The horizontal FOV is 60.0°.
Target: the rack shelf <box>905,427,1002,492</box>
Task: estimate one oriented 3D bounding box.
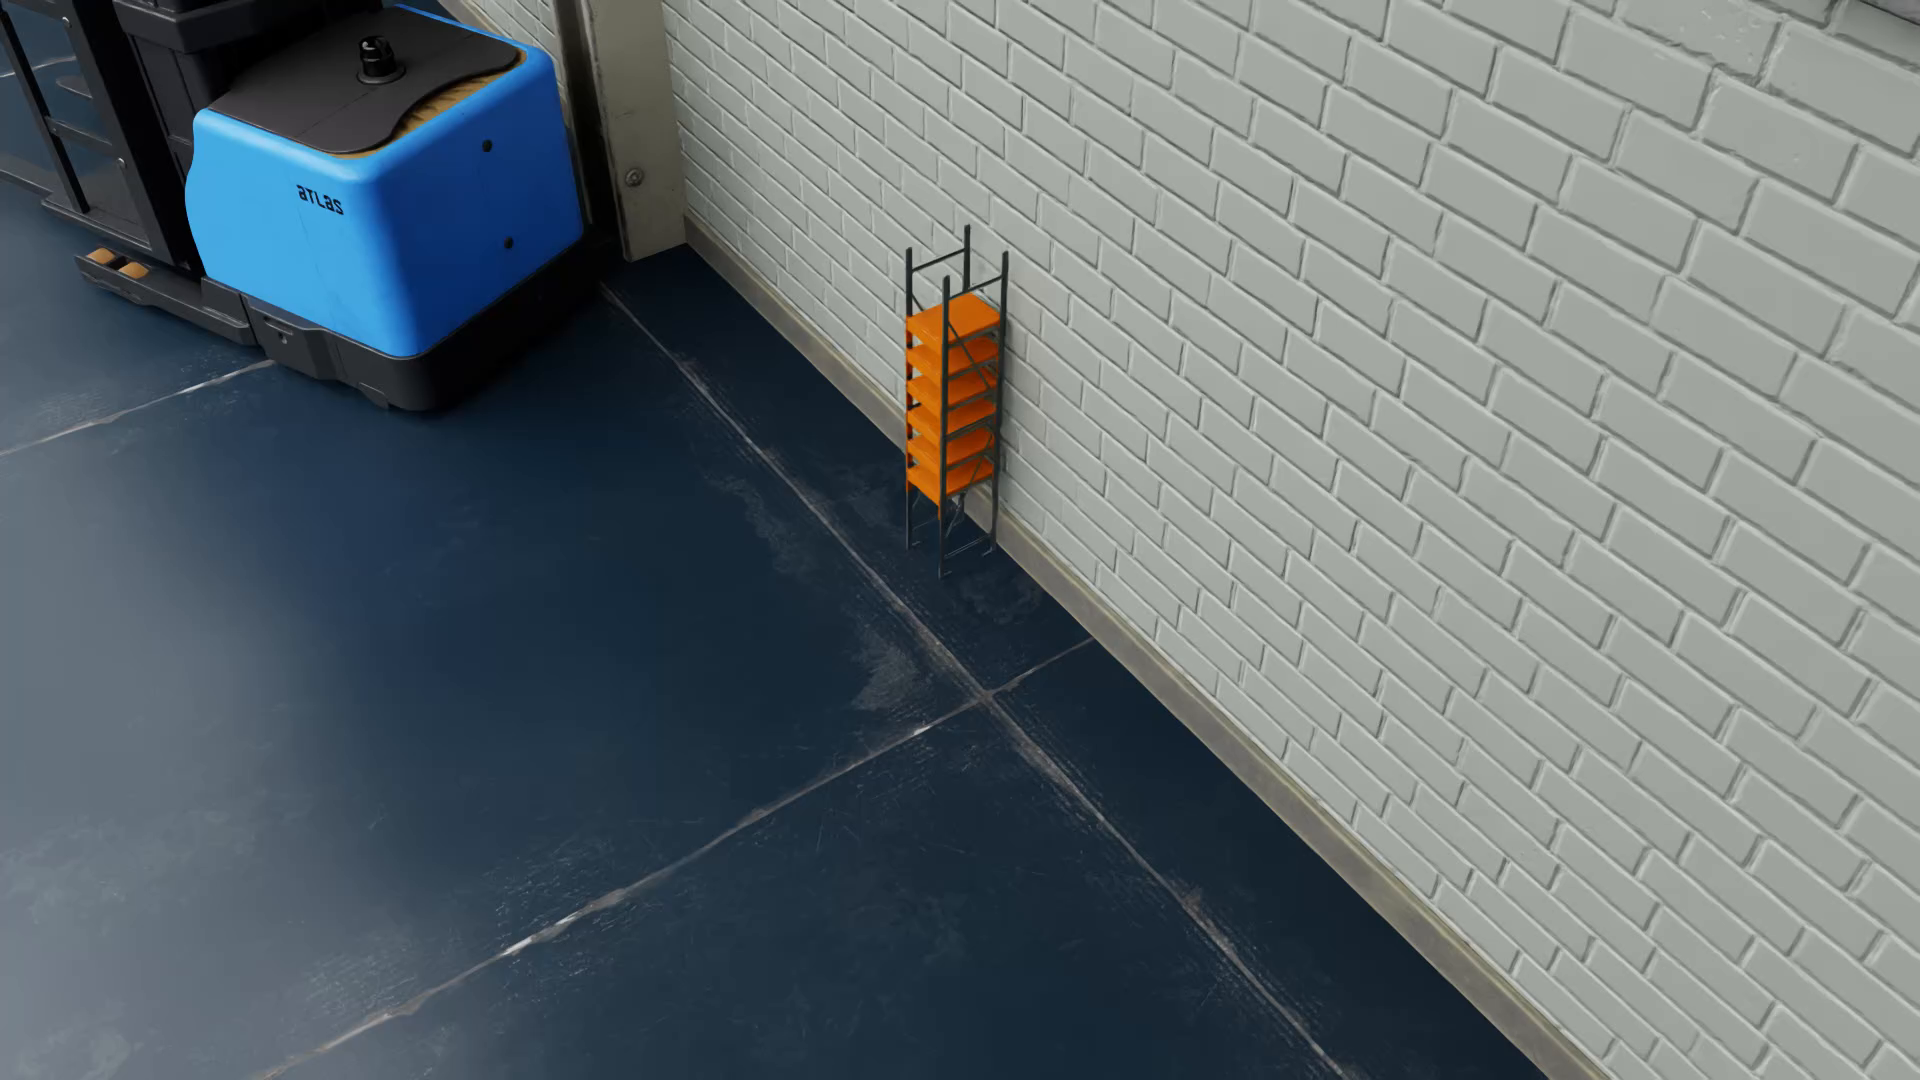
[{"bbox_3d":[-0.022,-0.289,5.416,0.258,0.103,0.180,-27,49,-27],"label":"rack shelf"}]

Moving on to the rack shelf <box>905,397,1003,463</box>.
[{"bbox_3d":[-0.020,-0.378,5.335,0.258,0.103,0.180,-27,49,-27],"label":"rack shelf"}]

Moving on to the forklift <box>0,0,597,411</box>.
[{"bbox_3d":[-3.000,-2.305,6.042,3.031,2.935,1.130,23,48,22],"label":"forklift"}]

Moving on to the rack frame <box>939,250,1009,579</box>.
[{"bbox_3d":[0.037,-0.361,5.252,0.240,1.200,0.006,-27,49,-27],"label":"rack frame"}]

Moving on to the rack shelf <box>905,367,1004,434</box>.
[{"bbox_3d":[-0.018,-0.467,5.254,0.258,0.103,0.180,-27,49,-27],"label":"rack shelf"}]

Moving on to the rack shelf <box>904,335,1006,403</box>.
[{"bbox_3d":[-0.016,-0.556,5.173,0.258,0.103,0.180,-27,49,-27],"label":"rack shelf"}]

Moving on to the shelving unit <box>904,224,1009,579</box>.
[{"bbox_3d":[-0.019,-0.411,5.305,0.258,1.200,0.189,-27,49,-27],"label":"shelving unit"}]

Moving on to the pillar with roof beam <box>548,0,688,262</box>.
[{"bbox_3d":[-4.904,-2.889,2.259,9.100,9.000,0.400,-26,49,-24],"label":"pillar with roof beam"}]

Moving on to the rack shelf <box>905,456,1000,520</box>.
[{"bbox_3d":[-0.024,-0.201,5.497,0.258,0.103,0.180,-27,49,-27],"label":"rack shelf"}]

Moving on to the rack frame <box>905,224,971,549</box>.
[{"bbox_3d":[-0.075,-0.461,5.358,0.240,1.200,0.006,-27,49,-27],"label":"rack frame"}]

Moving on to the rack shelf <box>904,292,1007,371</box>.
[{"bbox_3d":[-0.014,-0.644,5.092,0.258,0.103,0.180,-27,49,-27],"label":"rack shelf"}]
